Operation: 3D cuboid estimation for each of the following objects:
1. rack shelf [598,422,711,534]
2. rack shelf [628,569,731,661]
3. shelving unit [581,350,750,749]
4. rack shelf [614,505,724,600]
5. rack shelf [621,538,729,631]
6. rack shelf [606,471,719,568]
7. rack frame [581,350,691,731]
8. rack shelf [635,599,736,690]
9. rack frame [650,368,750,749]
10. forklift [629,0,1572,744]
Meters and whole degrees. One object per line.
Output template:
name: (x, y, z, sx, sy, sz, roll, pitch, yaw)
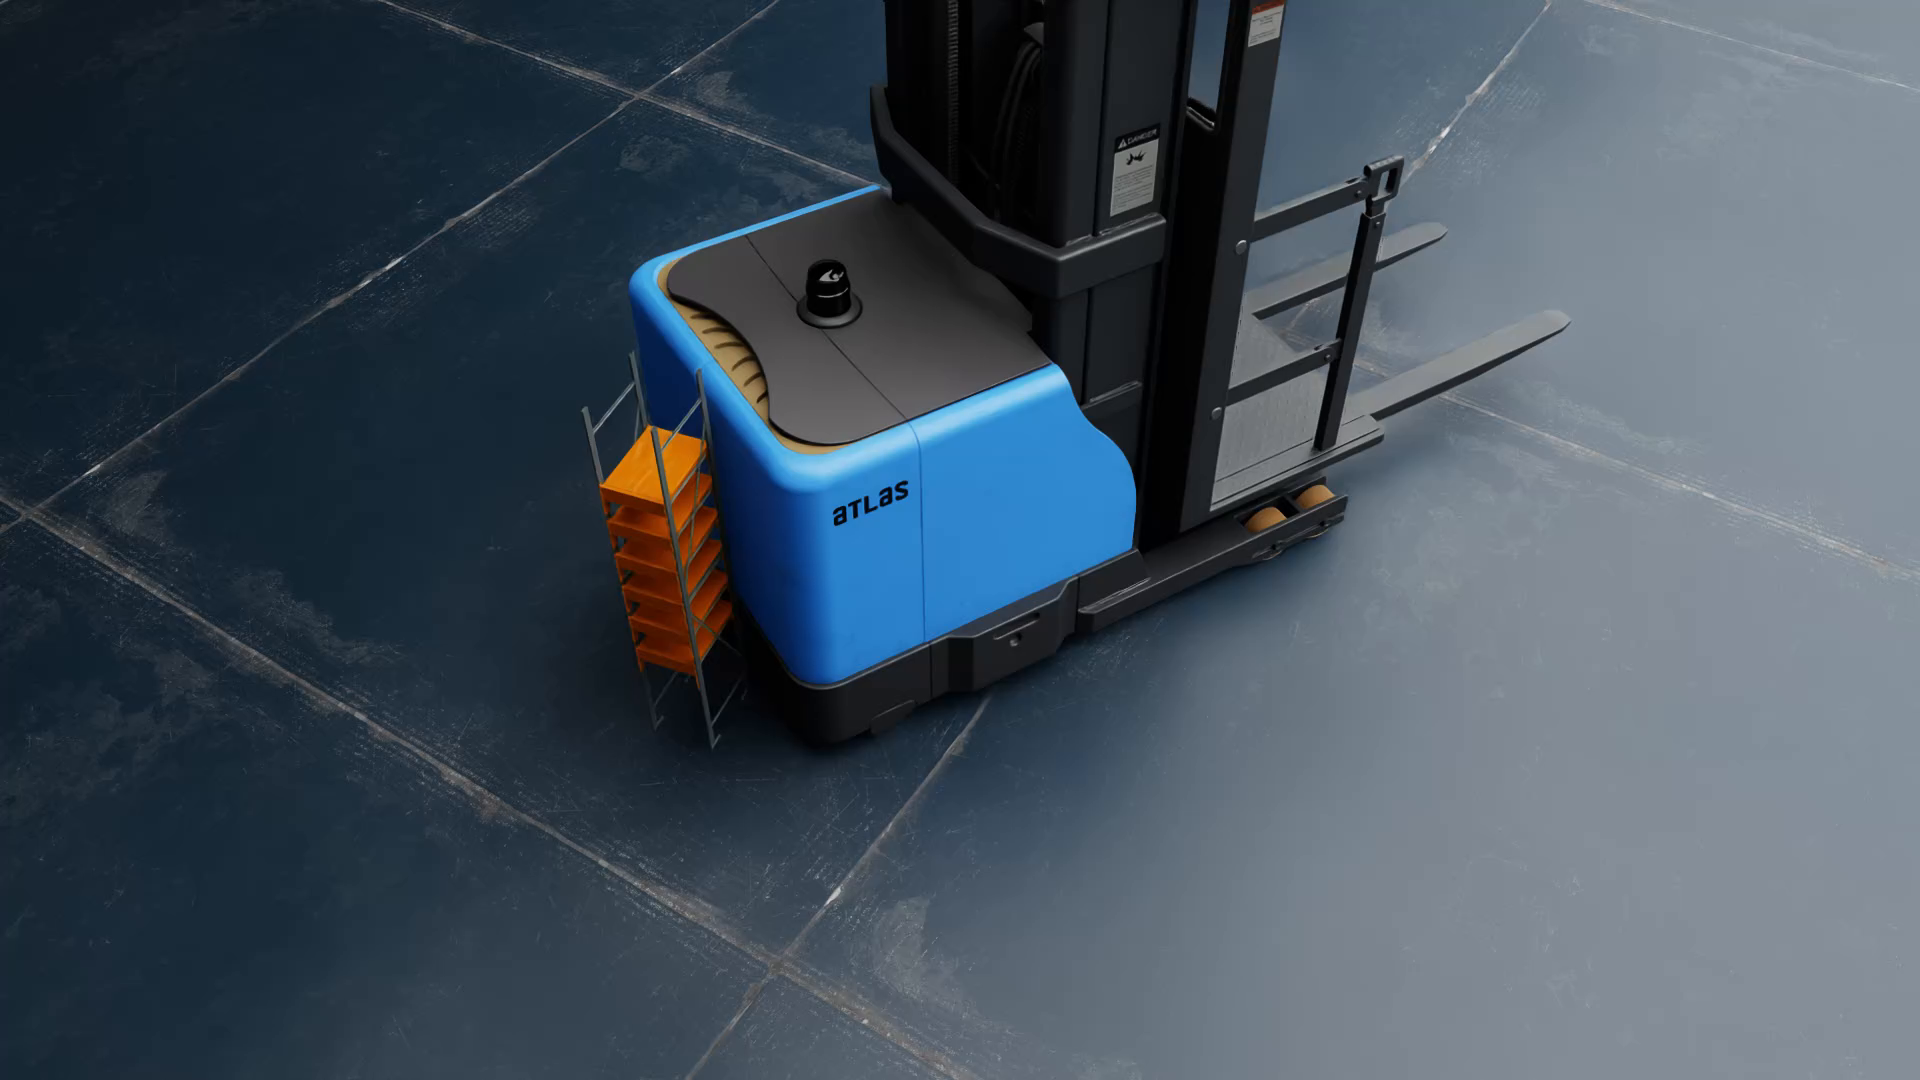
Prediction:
rack shelf: (-0.748, -0.156, 4.124, 0.180, 0.103, 0.258, 15, 48, 15)
rack shelf: (-0.744, 0.180, 4.466, 0.180, 0.103, 0.258, 15, 48, 15)
shelving unit: (-0.745, 0.065, 4.349, 0.189, 1.200, 0.258, 15, 48, 15)
rack shelf: (-0.746, 0.012, 4.295, 0.180, 0.103, 0.258, 15, 48, 15)
rack shelf: (-0.745, 0.096, 4.381, 0.180, 0.103, 0.258, 15, 48, 15)
rack shelf: (-0.747, -0.072, 4.209, 0.180, 0.103, 0.258, 15, 48, 15)
rack frame: (-0.830, 0.041, 4.373, 0.006, 1.200, 0.240, 15, 48, 15)
rack shelf: (-0.743, 0.264, 4.552, 0.180, 0.103, 0.258, 15, 48, 15)
rack frame: (-0.660, 0.088, 4.325, 0.006, 1.200, 0.240, 15, 48, 15)
forklift: (0.620, -1.261, 4.432, 3.031, 2.935, 1.130, -23, 50, -21)
